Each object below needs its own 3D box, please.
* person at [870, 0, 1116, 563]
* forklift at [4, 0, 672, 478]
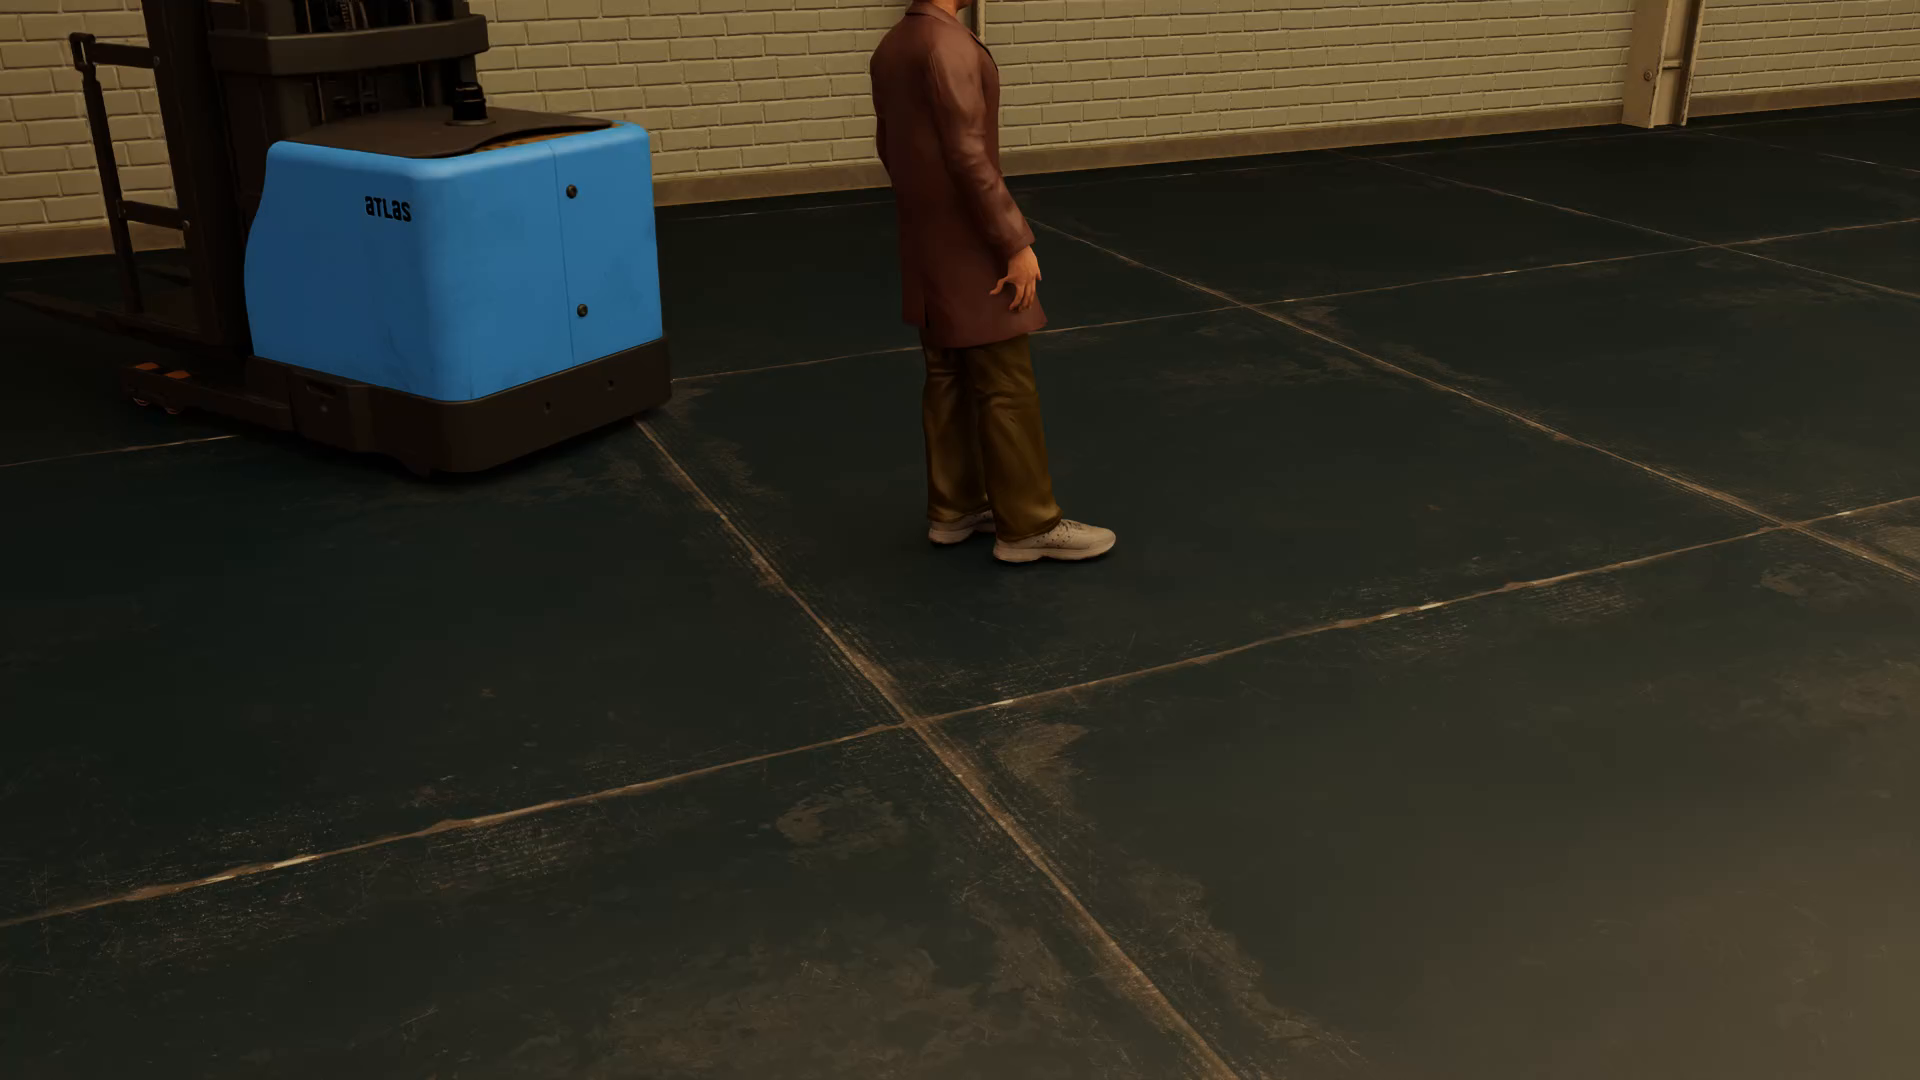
[{"bbox_3d":[0.084,-0.841,4.794,0.582,1.776,0.694,-10,25,-23],"label":"person"},{"bbox_3d":[-2.589,-1.975,6.041,3.031,2.935,1.130,14,26,30],"label":"forklift"}]
